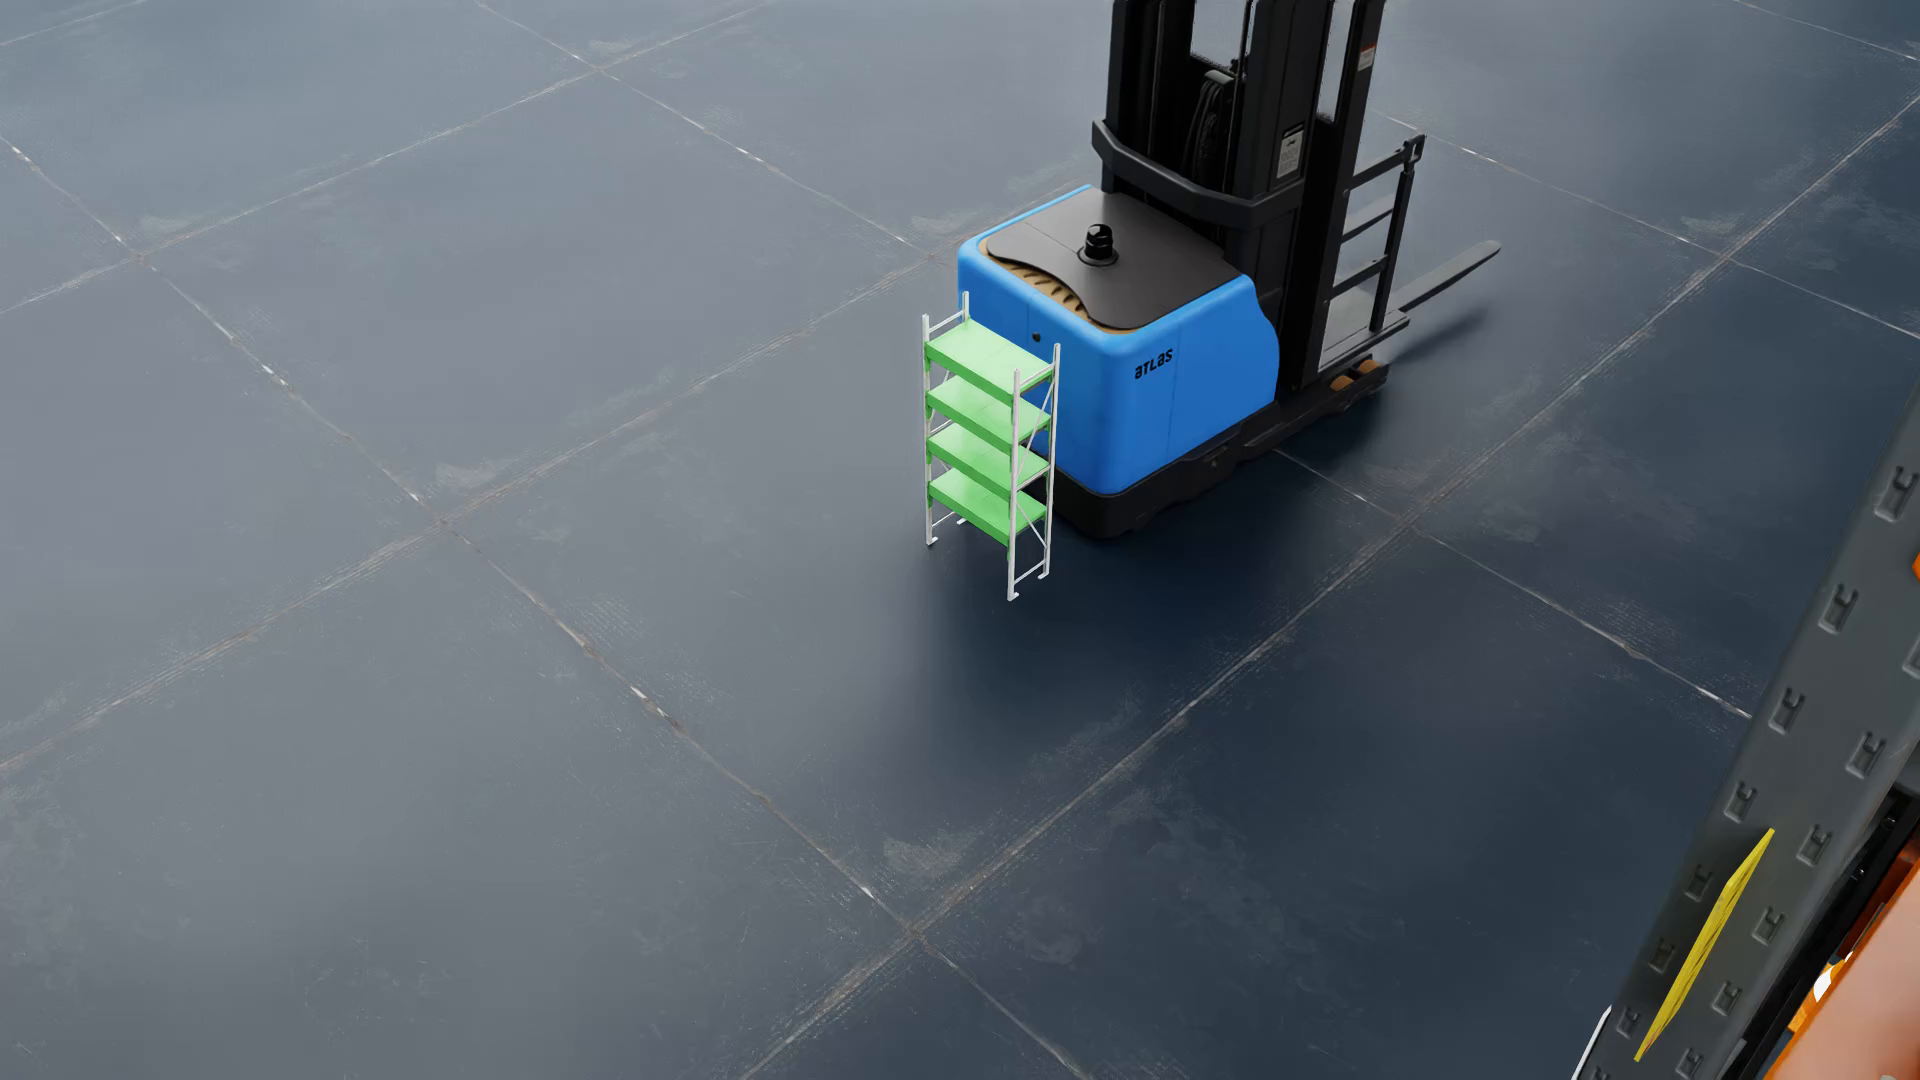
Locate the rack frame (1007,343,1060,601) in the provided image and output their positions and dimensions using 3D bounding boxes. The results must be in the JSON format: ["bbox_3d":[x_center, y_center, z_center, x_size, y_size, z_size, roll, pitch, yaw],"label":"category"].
[{"bbox_3d":[0.289,-0.244,6.630,0.240,1.200,0.015,-34,53,-31],"label":"rack frame"}]

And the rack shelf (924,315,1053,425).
[{"bbox_3d":[0.117,-0.667,6.474,0.258,0.148,0.480,-34,53,-31],"label":"rack shelf"}]

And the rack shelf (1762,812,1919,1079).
[{"bbox_3d":[2.567,1.711,1.508,1.077,0.370,4.000,-34,53,-31],"label":"rack shelf"}]

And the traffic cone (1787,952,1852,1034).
[{"bbox_3d":[2.917,1.412,5.381,0.336,0.463,0.334,-34,53,-31],"label":"traffic cone"}]

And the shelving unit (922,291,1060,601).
[{"bbox_3d":[0.117,-0.361,6.757,0.258,1.200,0.503,-34,53,-31],"label":"shelving unit"}]

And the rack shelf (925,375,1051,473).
[{"bbox_3d":[0.117,-0.490,6.637,0.258,0.148,0.480,-34,53,-31],"label":"rack shelf"}]

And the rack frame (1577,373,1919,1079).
[{"bbox_3d":[1.154,-0.616,1.286,1.000,3.000,0.127,-34,53,-31],"label":"rack frame"}]

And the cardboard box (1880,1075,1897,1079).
[{"bbox_3d":[1.159,0.893,2.048,0.380,0.149,0.250,-34,53,-31],"label":"cardboard box"}]

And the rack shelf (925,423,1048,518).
[{"bbox_3d":[0.117,-0.314,6.800,0.258,0.148,0.480,-34,53,-31],"label":"rack shelf"}]

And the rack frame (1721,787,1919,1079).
[{"bbox_3d":[1.154,1.587,3.322,1.000,3.000,0.127,-34,53,-31],"label":"rack frame"}]

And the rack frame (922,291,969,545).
[{"bbox_3d":[-0.055,-0.478,6.884,0.240,1.200,0.015,-34,53,-31],"label":"rack frame"}]

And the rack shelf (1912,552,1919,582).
[{"bbox_3d":[2.567,0.611,0.491,1.077,0.370,4.000,-34,53,-31],"label":"rack shelf"}]

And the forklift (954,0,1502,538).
[{"bbox_3d":[1.423,-1.936,7.186,3.031,2.935,1.130,-30,51,-28],"label":"forklift"}]

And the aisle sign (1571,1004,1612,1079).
[{"bbox_3d":[0.891,0.752,2.311,0.394,0.787,0.004,-34,53,-31],"label":"aisle sign"}]

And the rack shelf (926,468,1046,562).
[{"bbox_3d":[0.117,-0.138,6.963,0.258,0.148,0.480,-34,53,-31],"label":"rack shelf"}]

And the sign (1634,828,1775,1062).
[{"bbox_3d":[0.770,0.425,1.726,0.100,0.325,0.005,-34,53,-31],"label":"sign"}]
